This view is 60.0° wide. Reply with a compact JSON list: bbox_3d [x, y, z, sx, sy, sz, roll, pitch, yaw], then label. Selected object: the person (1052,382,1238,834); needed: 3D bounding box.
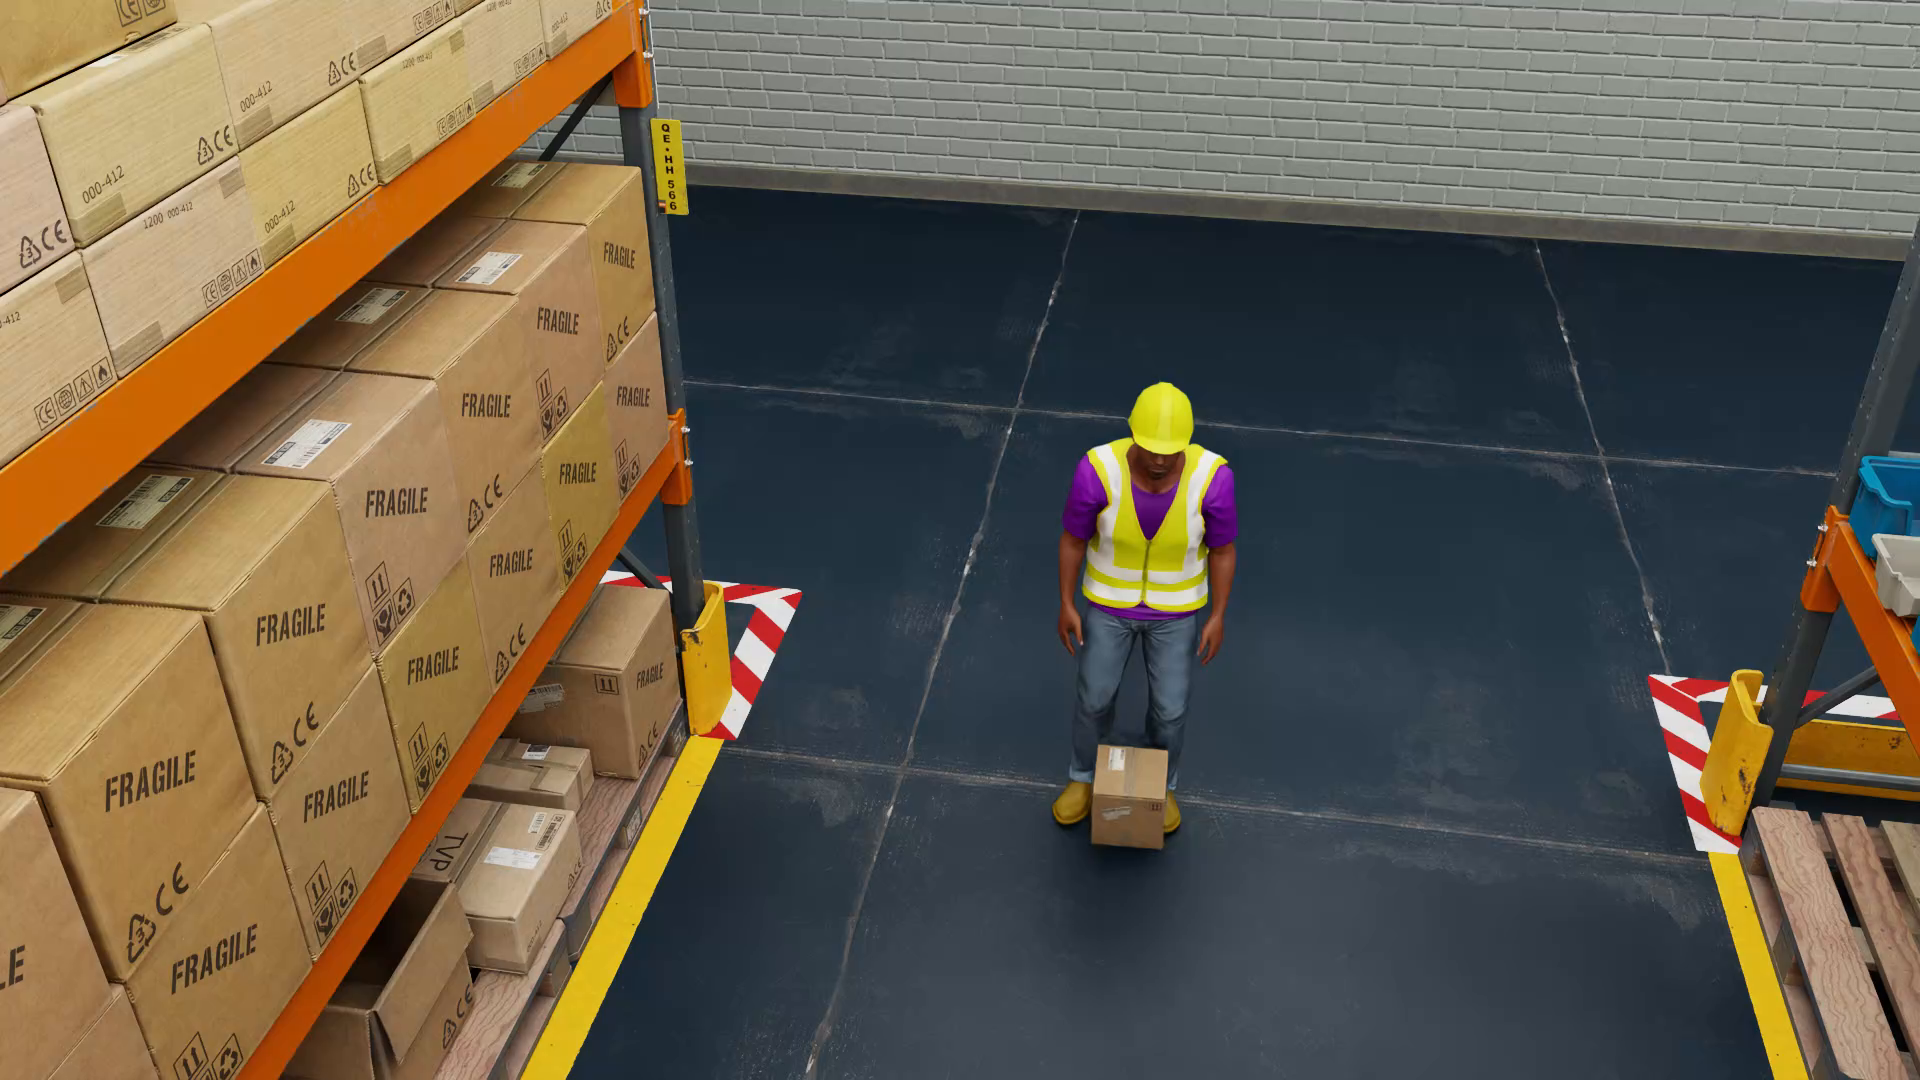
[{"bbox_3d":[0.632,0.235,5.746,0.604,1.762,0.446,4,32,7],"label":"person"}]
